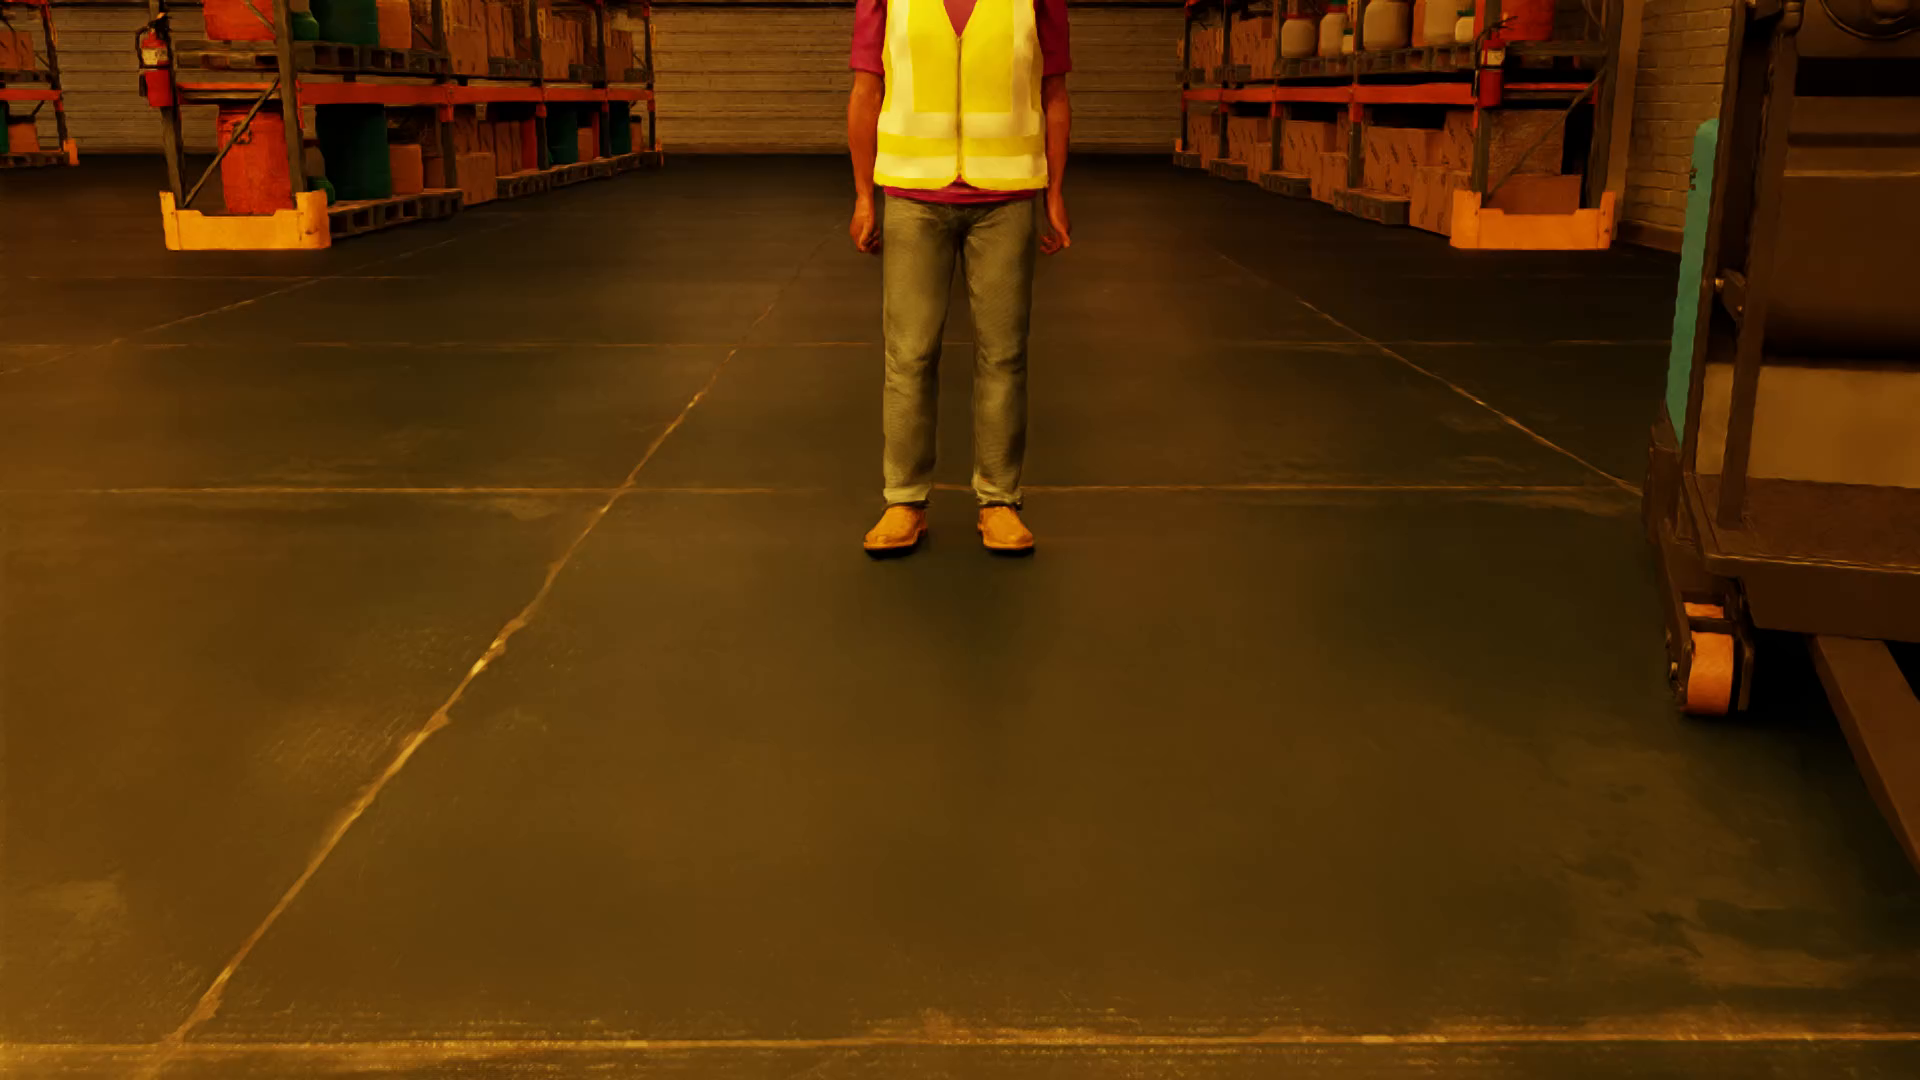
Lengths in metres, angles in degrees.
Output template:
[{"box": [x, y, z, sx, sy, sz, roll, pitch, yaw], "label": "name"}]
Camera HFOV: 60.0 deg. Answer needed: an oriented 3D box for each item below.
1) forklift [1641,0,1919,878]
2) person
[{"box": [1.968, -1.114, 2.863, 1.130, 2.935, 3.031, 5, 16, 19], "label": "forklift"}, {"box": [0.001, -0.851, 4.133, 0.559, 1.771, 0.367, 0, 15, -1], "label": "person"}]
